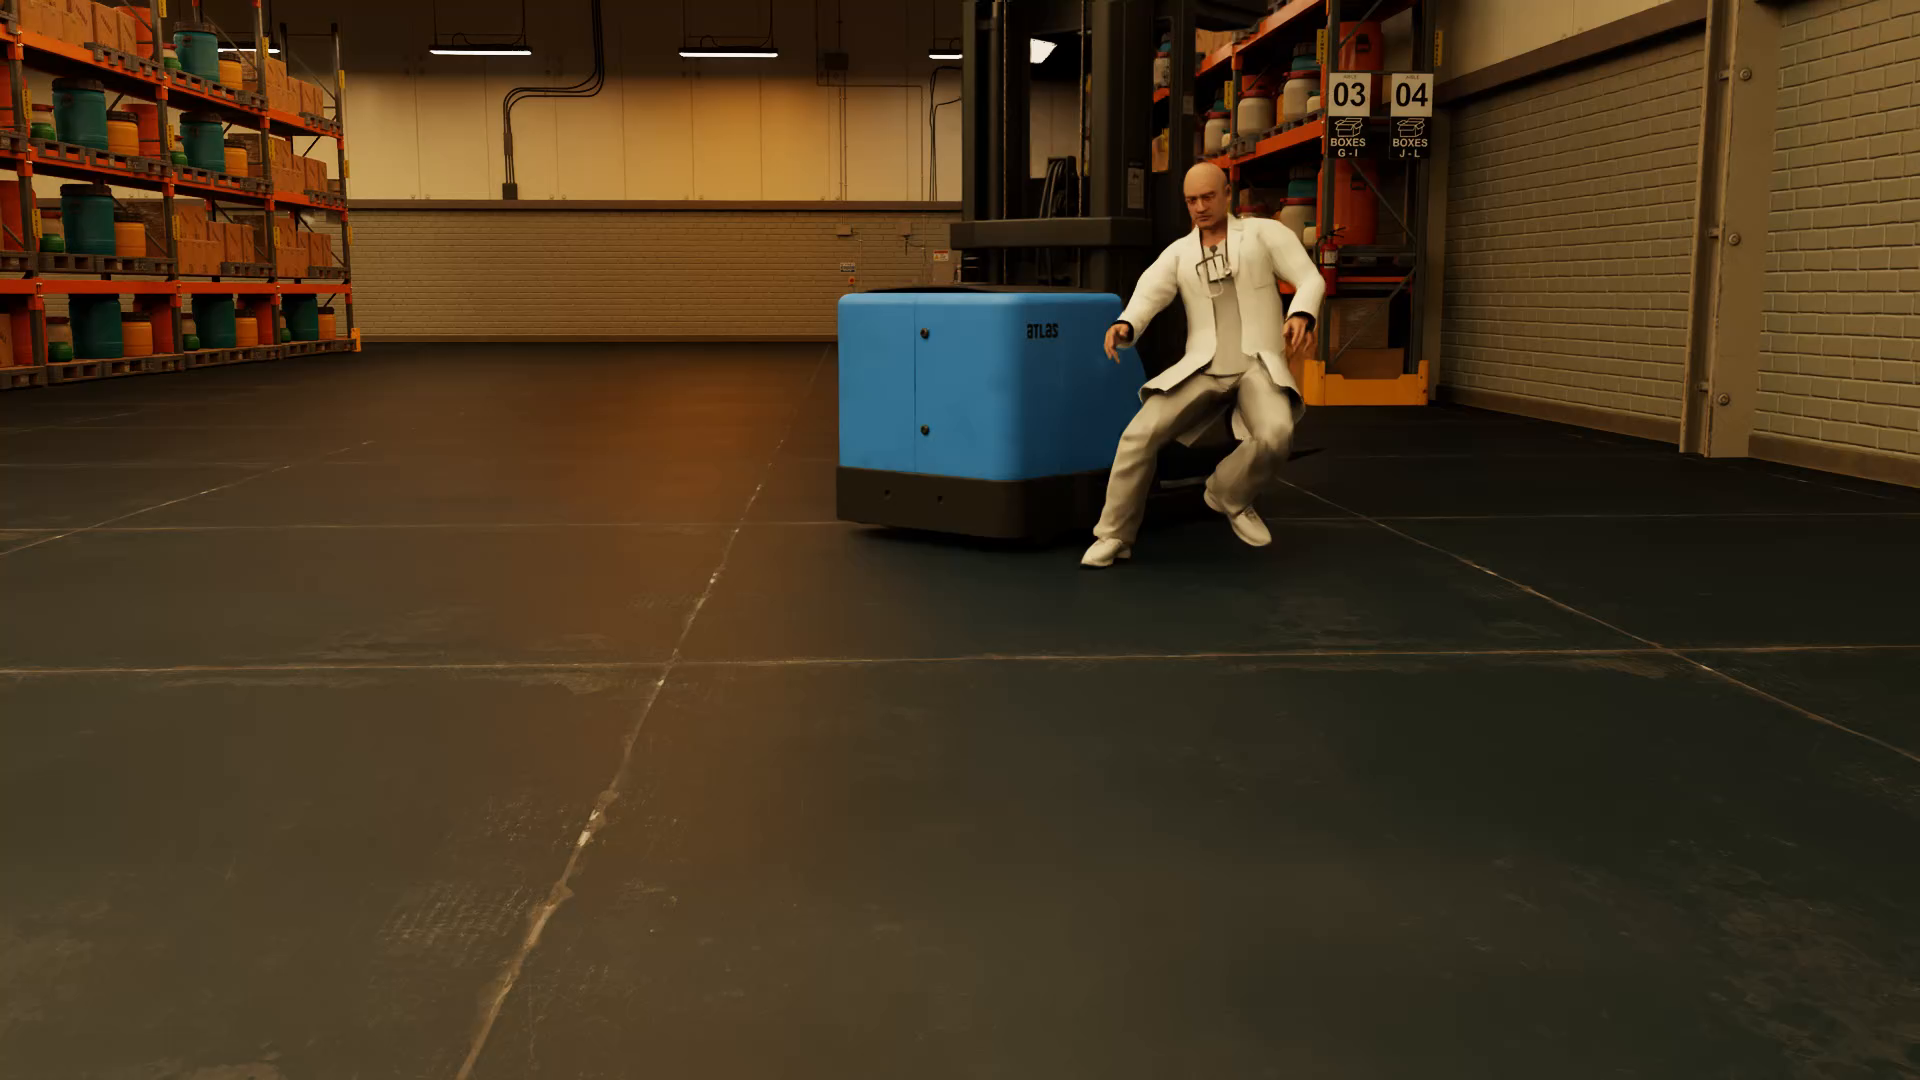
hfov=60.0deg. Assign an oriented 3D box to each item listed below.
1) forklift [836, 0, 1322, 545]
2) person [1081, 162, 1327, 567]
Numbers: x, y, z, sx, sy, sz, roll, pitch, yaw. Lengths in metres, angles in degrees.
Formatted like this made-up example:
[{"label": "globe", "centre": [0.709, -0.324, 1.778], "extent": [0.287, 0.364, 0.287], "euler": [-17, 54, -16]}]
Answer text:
[{"label": "forklift", "centre": [0.776, -1.597, 8.083], "extent": [1.130, 2.935, 3.031], "euler": [7, 11, 39]}, {"label": "person", "centre": [0.951, -0.679, 6.488], "extent": [0.871, 1.586, 0.768], "euler": [3, 9, 21]}]
